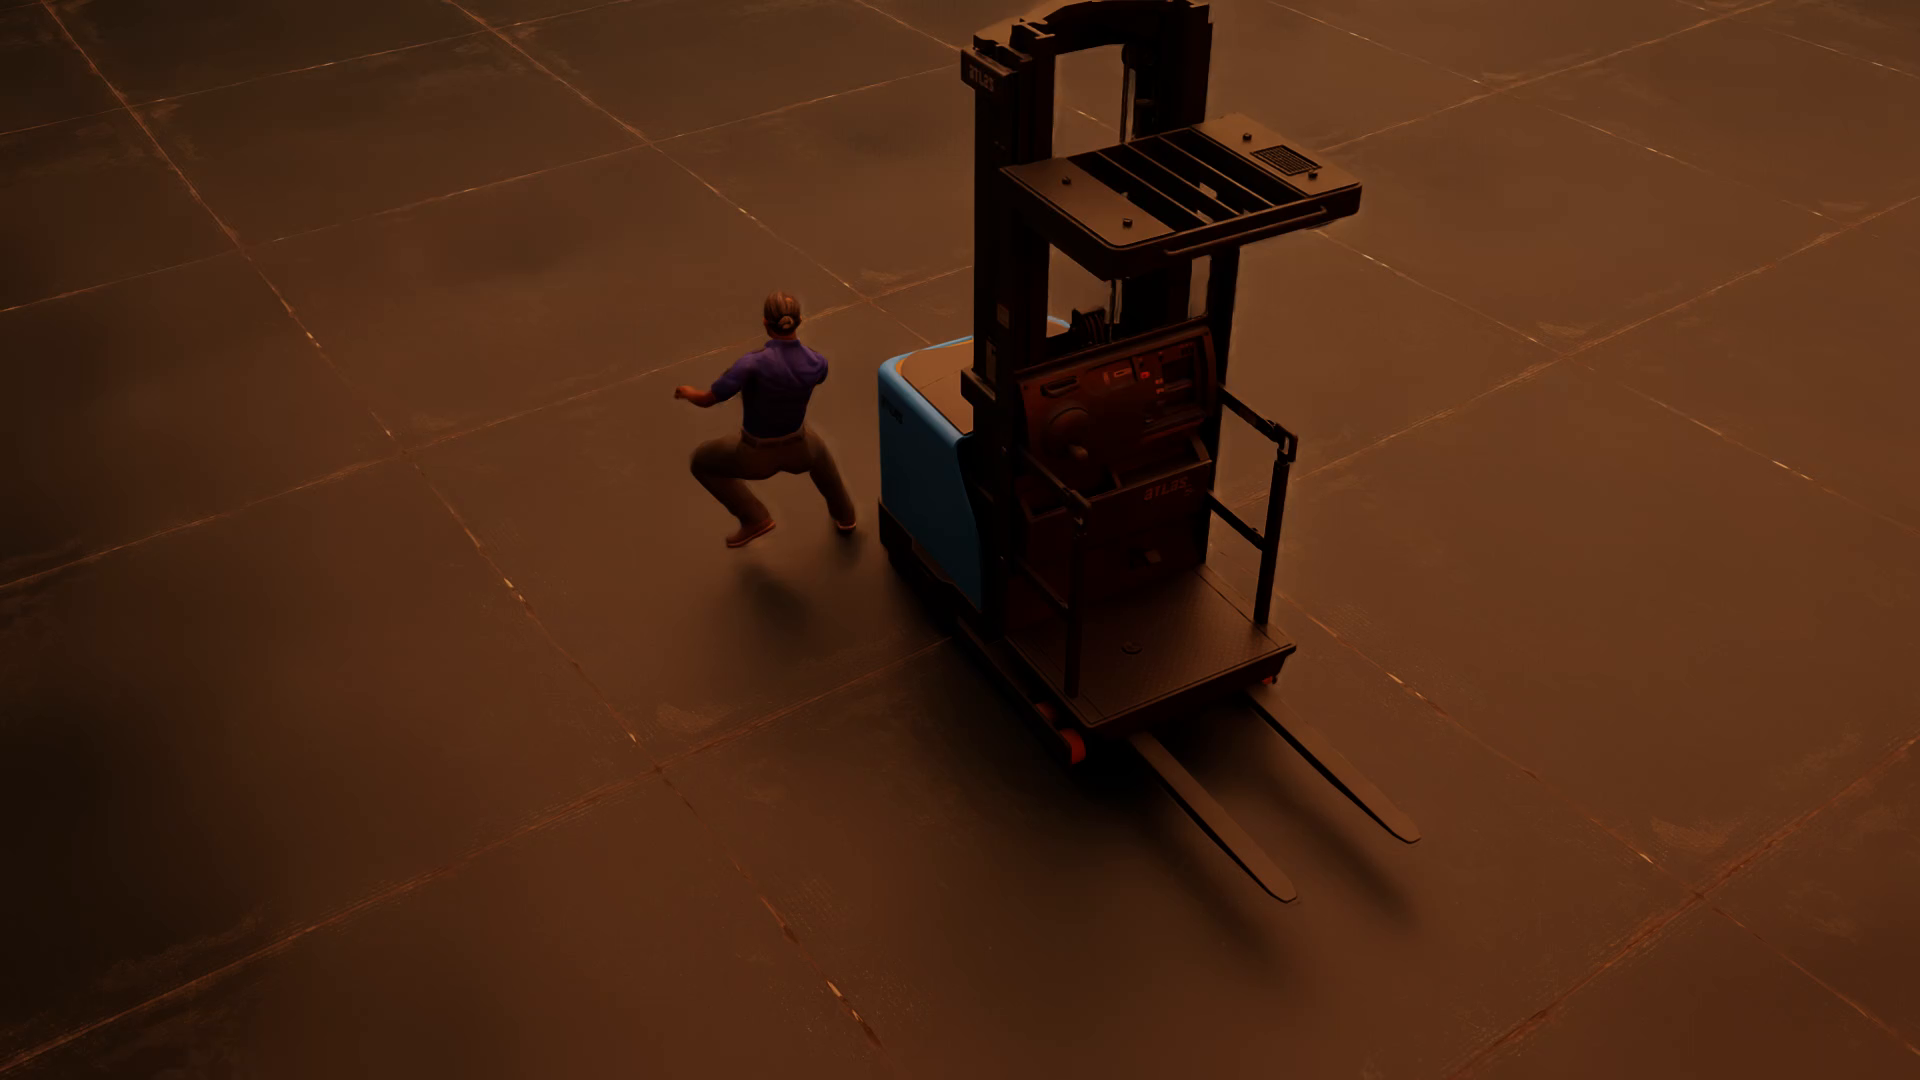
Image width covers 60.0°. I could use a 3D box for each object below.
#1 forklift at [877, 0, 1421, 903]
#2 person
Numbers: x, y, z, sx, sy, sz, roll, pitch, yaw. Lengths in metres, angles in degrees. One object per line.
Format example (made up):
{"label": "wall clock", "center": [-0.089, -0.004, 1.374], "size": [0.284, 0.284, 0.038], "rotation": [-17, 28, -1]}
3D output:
{"label": "forklift", "center": [0.761, -0.527, 6.657], "size": [1.130, 2.935, 3.031], "rotation": [-19, 40, -23]}
{"label": "person", "center": [-0.915, -0.598, 8.001], "size": [0.842, 1.450, 0.718], "rotation": [-16, 39, -20]}
